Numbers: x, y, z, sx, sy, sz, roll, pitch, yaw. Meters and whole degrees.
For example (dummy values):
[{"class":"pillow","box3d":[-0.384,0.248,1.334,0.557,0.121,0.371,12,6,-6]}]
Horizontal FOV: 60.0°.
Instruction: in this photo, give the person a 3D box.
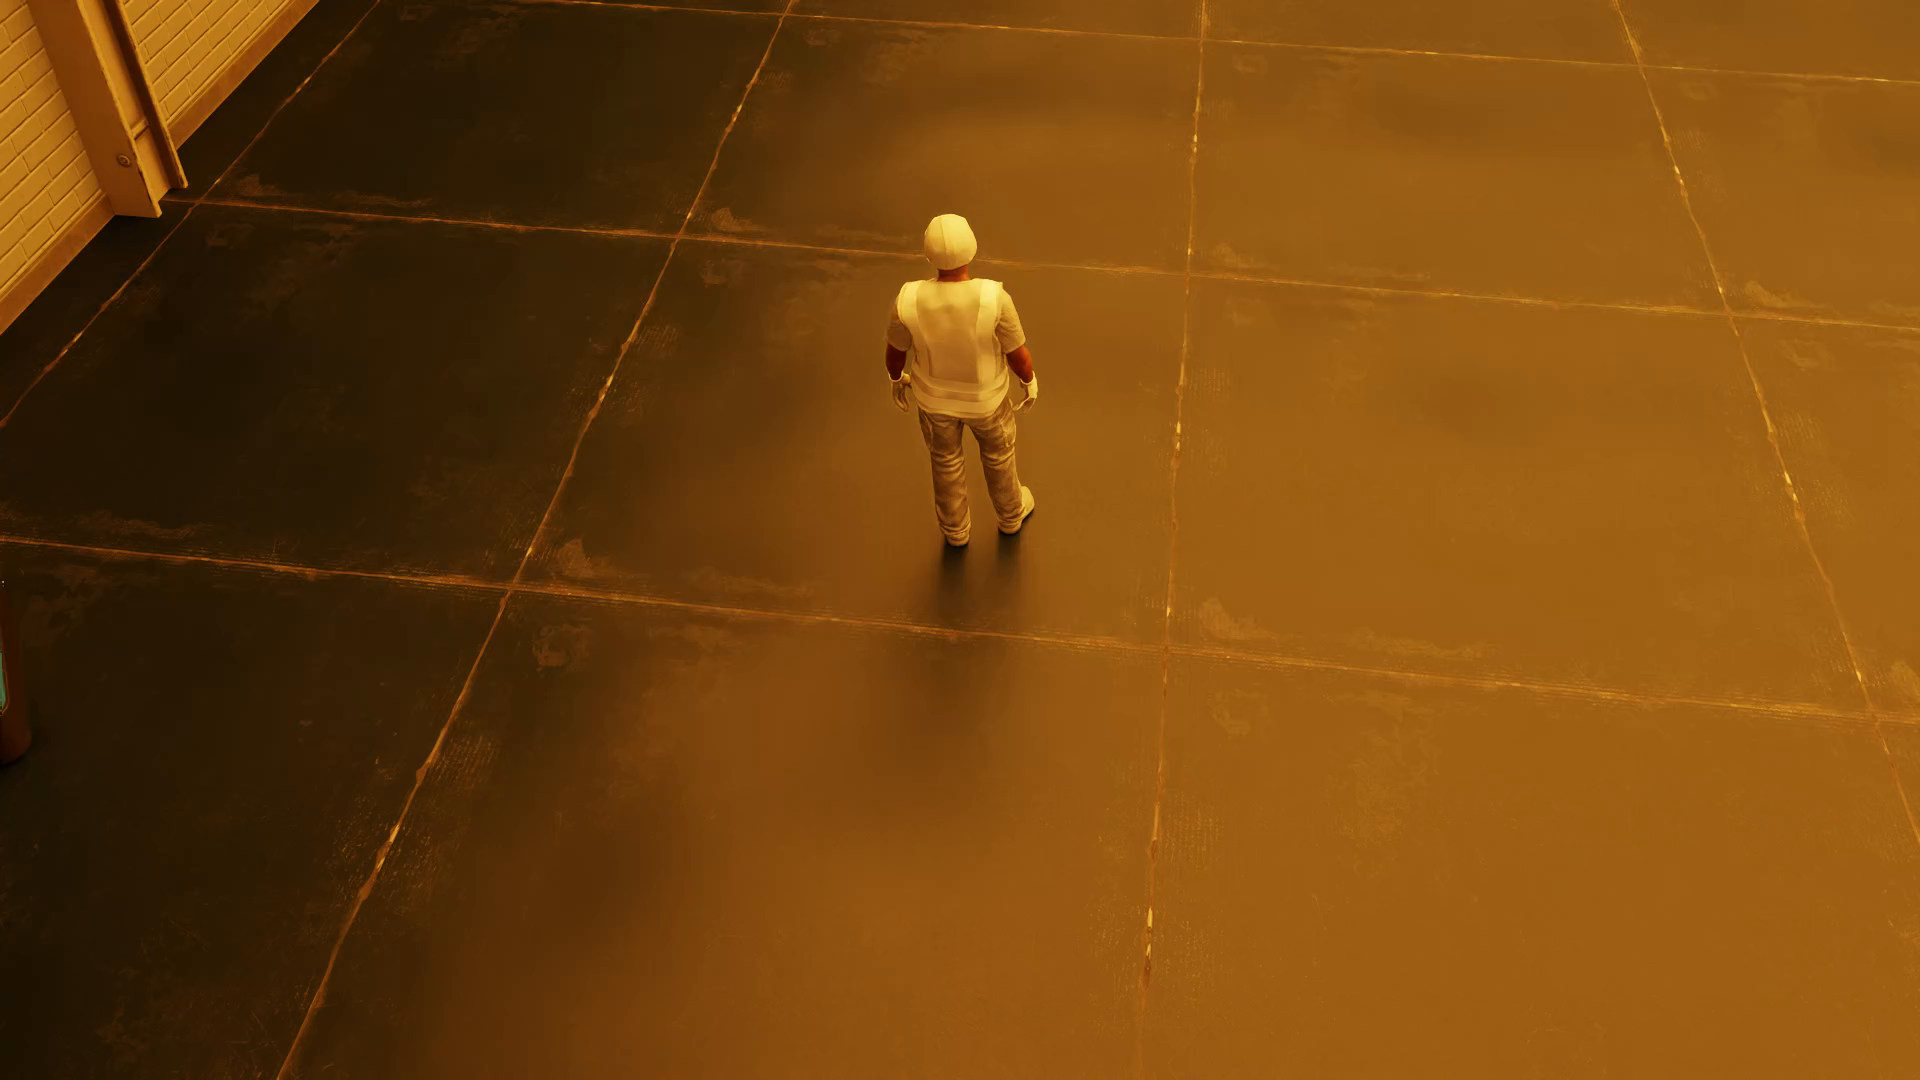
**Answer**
[{"class":"person","box3d":[0.019,-0.709,7.334,0.656,1.782,0.577,5,43,6]}]

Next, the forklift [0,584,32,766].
[{"class":"forklift","box3d":[-5.386,0.010,5.713,3.031,2.935,1.130,-19,46,-20]}]
